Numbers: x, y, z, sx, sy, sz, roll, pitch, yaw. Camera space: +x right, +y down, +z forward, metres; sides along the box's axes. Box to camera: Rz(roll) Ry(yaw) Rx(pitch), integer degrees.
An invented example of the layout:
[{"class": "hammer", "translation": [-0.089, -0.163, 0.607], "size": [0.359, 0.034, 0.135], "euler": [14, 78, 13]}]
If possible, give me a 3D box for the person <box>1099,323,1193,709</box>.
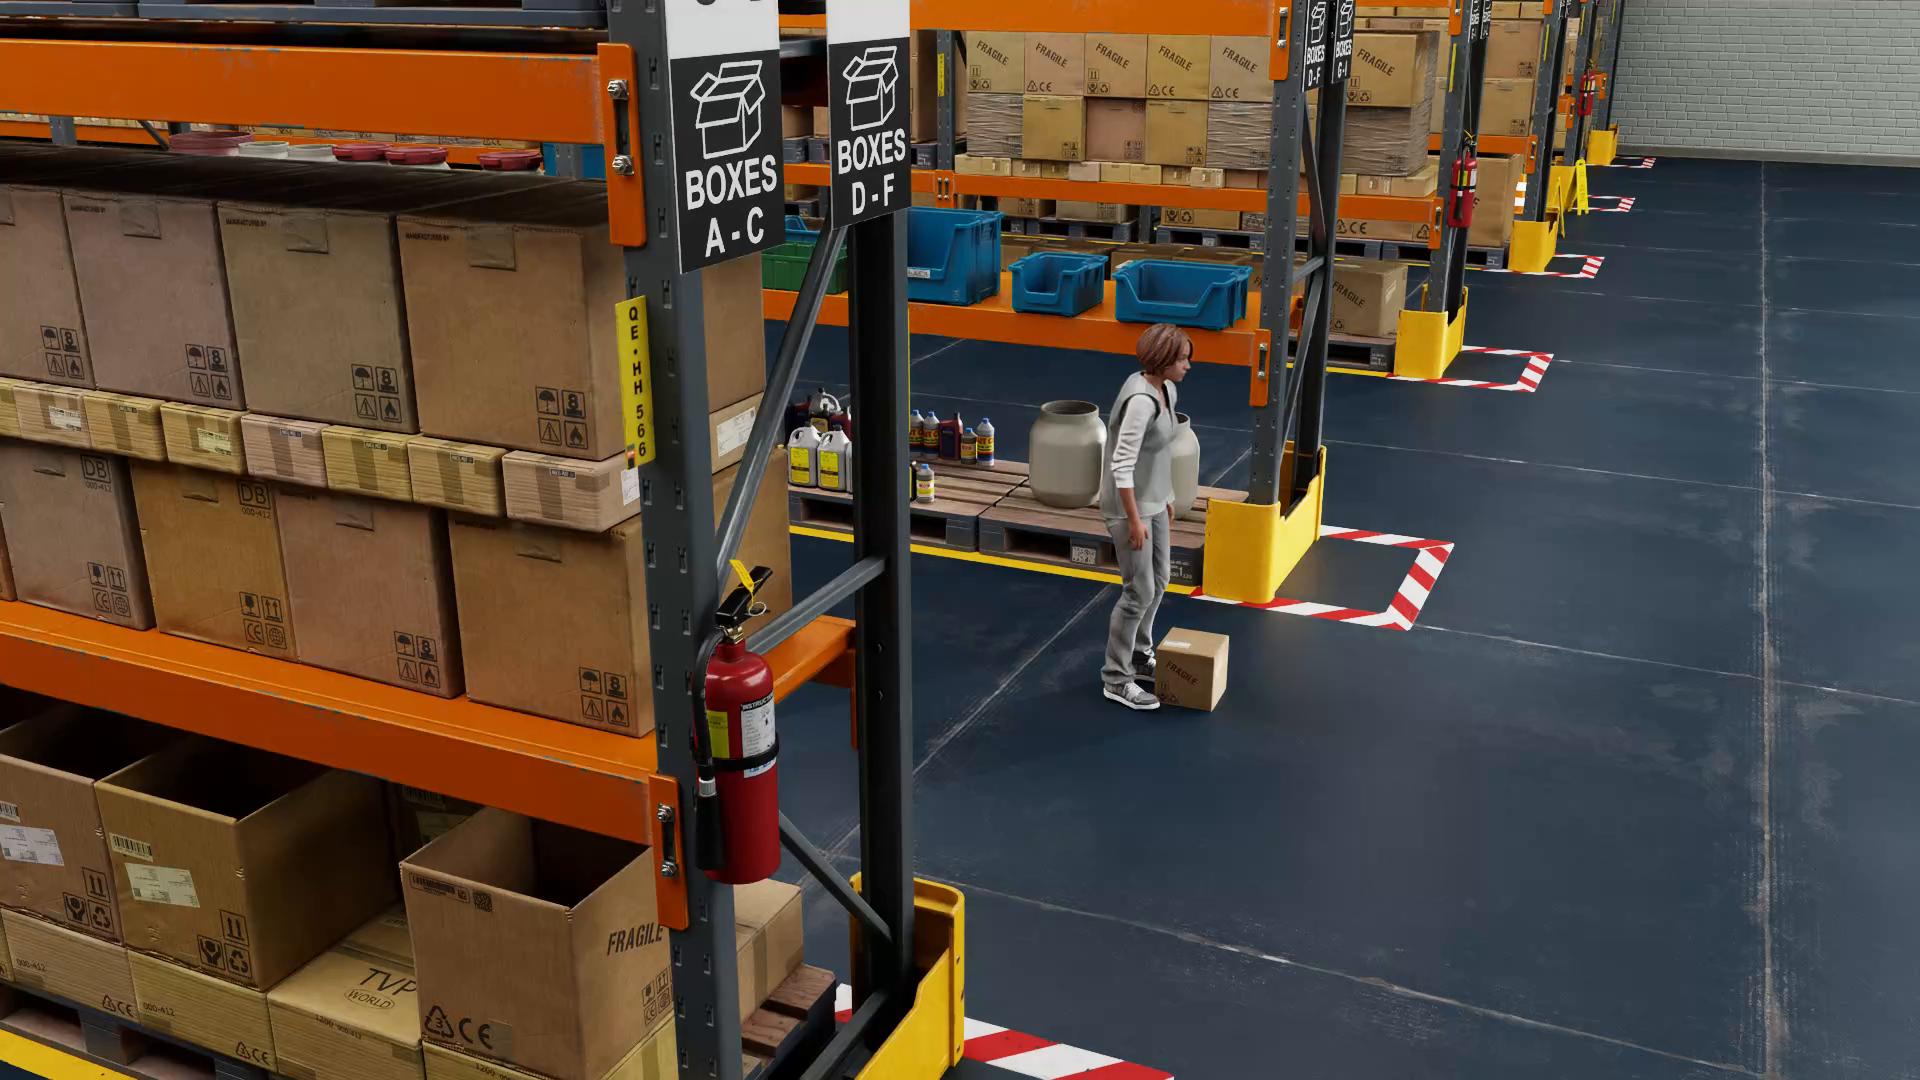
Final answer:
[{"class": "person", "translation": [0.761, -0.116, 6.913], "size": [0.343, 1.593, 0.461], "euler": [9, 21, 23]}]
